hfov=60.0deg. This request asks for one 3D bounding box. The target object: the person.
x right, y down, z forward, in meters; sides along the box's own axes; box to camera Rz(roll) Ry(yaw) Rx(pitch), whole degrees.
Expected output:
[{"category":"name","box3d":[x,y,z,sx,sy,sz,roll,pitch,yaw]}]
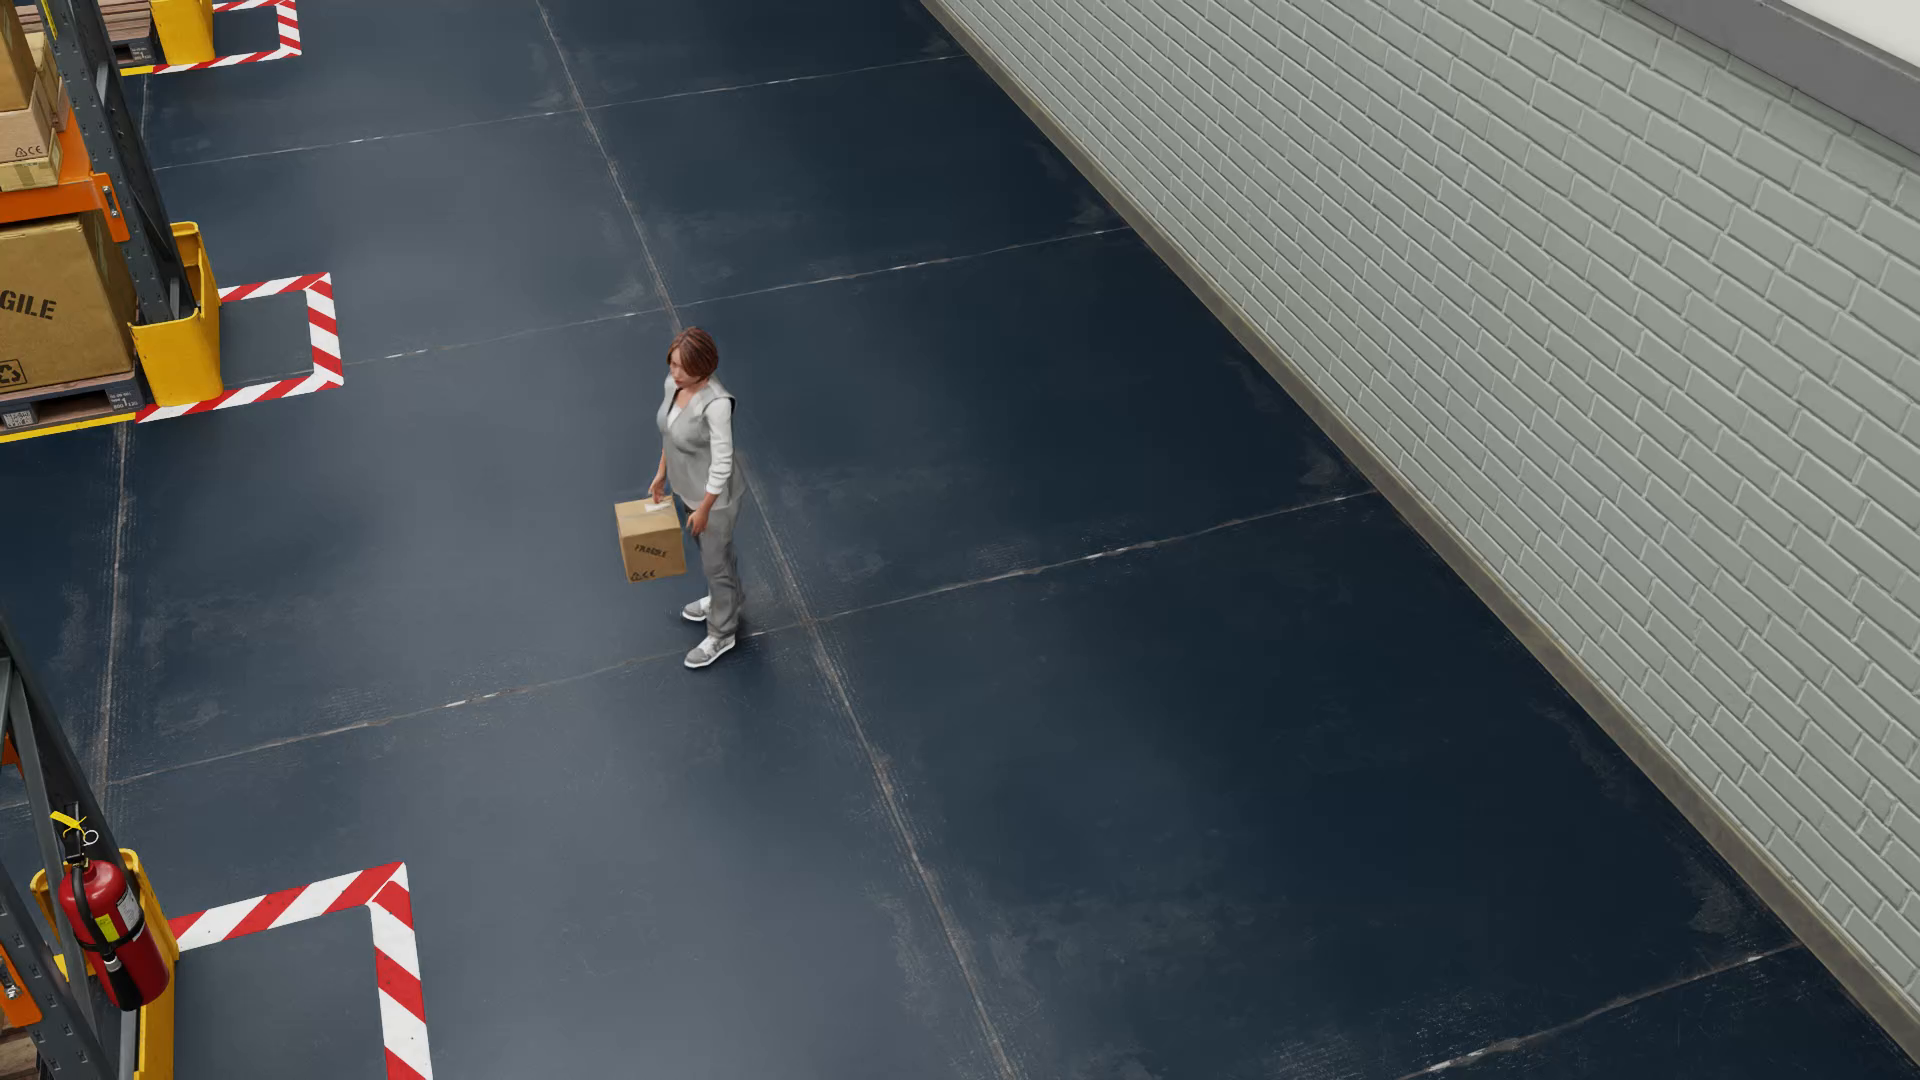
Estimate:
[{"category":"person","box3d":[-1.111,-0.188,7.019,0.402,1.605,0.438,-23,44,-26]}]
